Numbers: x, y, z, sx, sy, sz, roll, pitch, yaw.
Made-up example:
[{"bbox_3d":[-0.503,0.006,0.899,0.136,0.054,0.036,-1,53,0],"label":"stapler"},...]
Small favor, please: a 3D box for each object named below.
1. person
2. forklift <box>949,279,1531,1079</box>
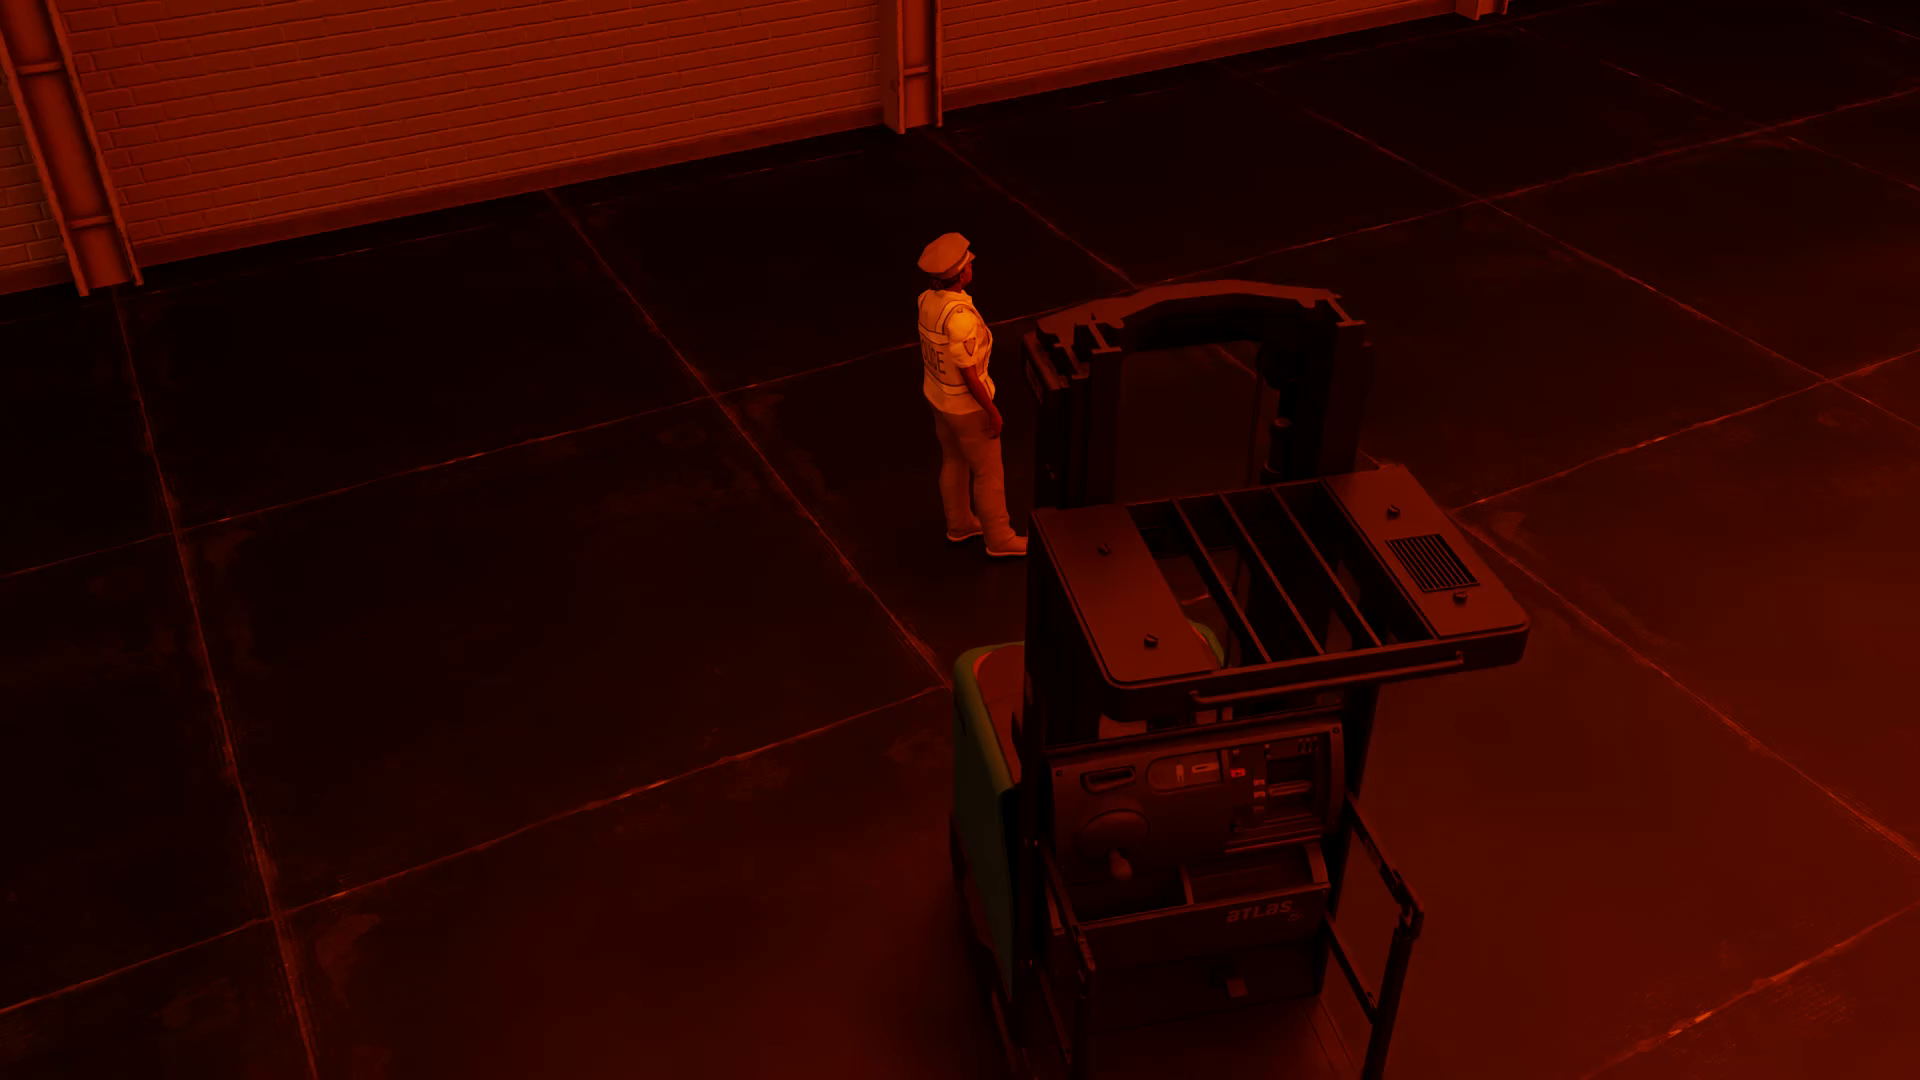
[{"bbox_3d":[0.076,-0.708,8.183,0.528,1.695,0.569,-17,39,-23],"label":"person"},{"bbox_3d":[0.779,0.860,4.907,1.130,2.935,3.031,-7,36,-10],"label":"forklift"}]
